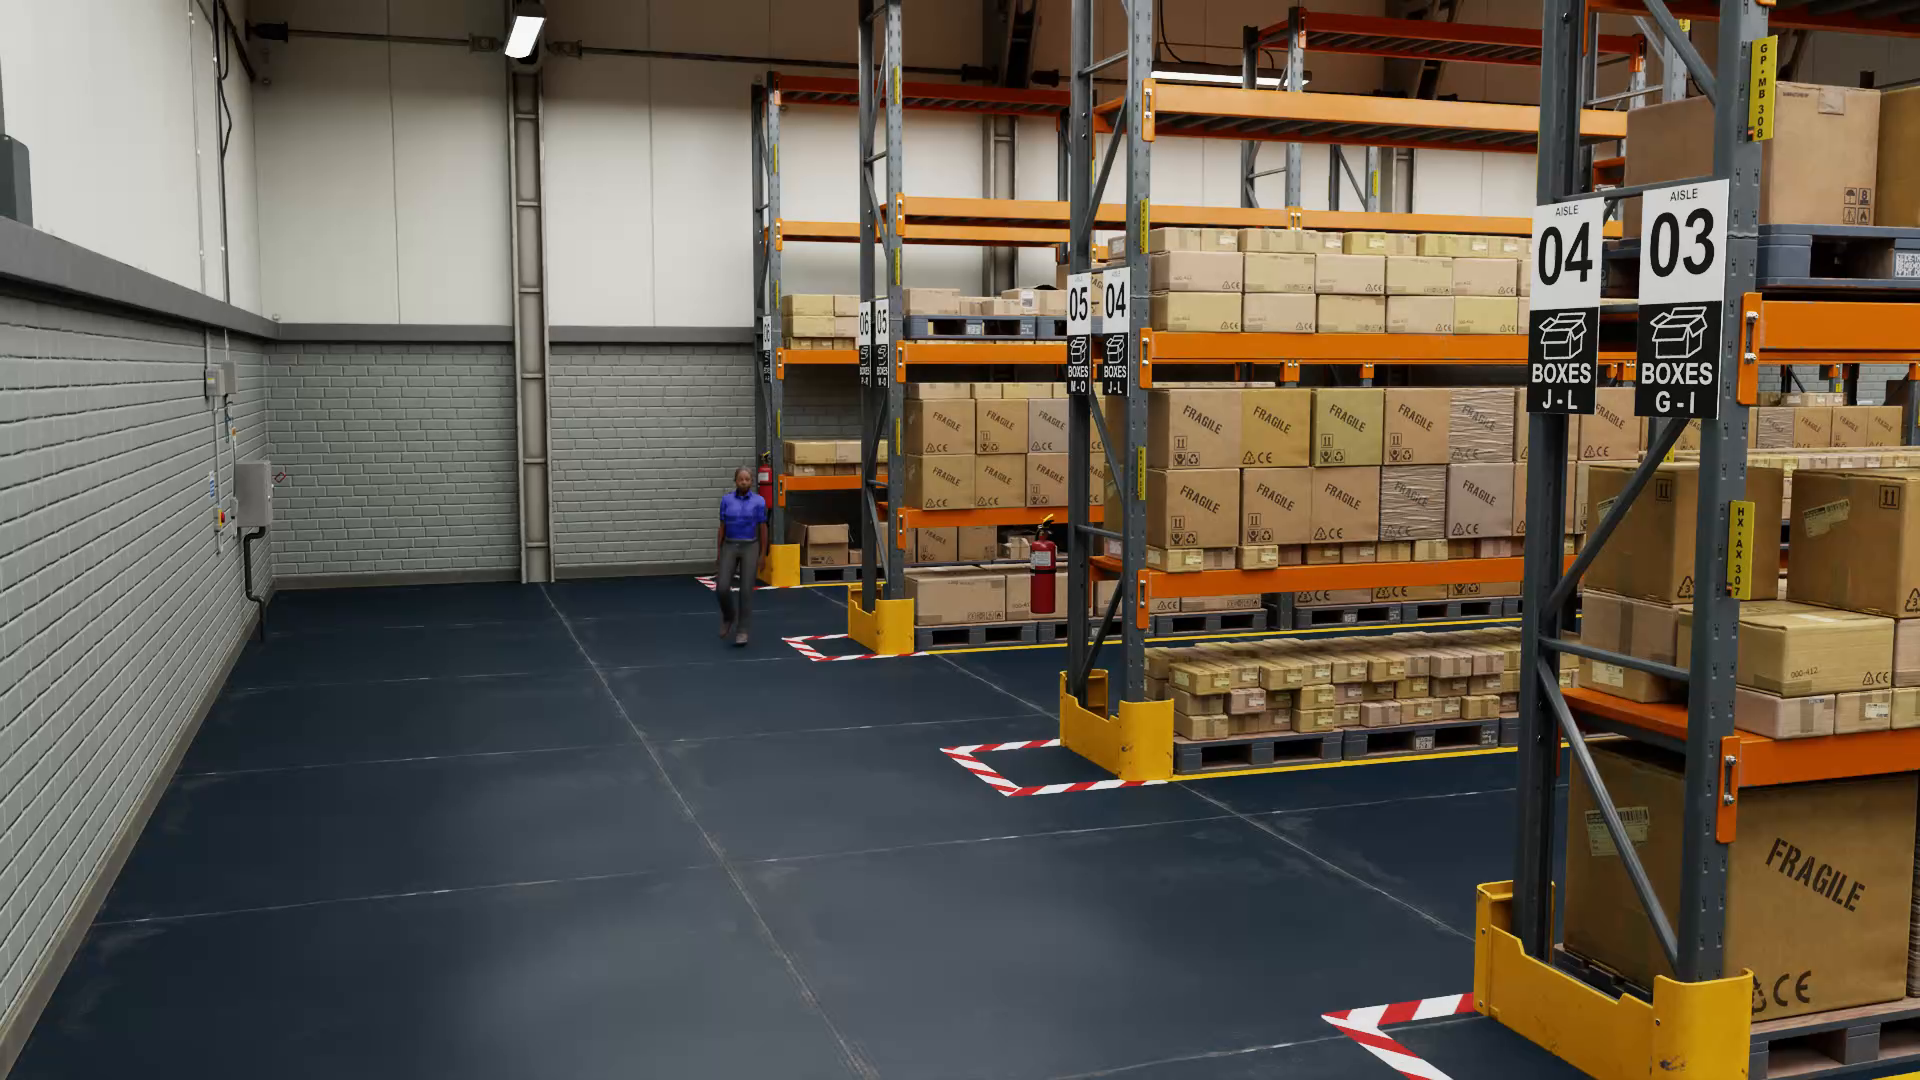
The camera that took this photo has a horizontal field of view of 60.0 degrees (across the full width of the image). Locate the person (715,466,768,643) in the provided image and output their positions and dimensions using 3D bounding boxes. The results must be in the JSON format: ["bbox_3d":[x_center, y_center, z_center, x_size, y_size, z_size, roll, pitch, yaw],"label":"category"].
[{"bbox_3d":[-2.039,0.132,15.511,0.497,1.653,0.453,0,6,-2],"label":"person"}]
